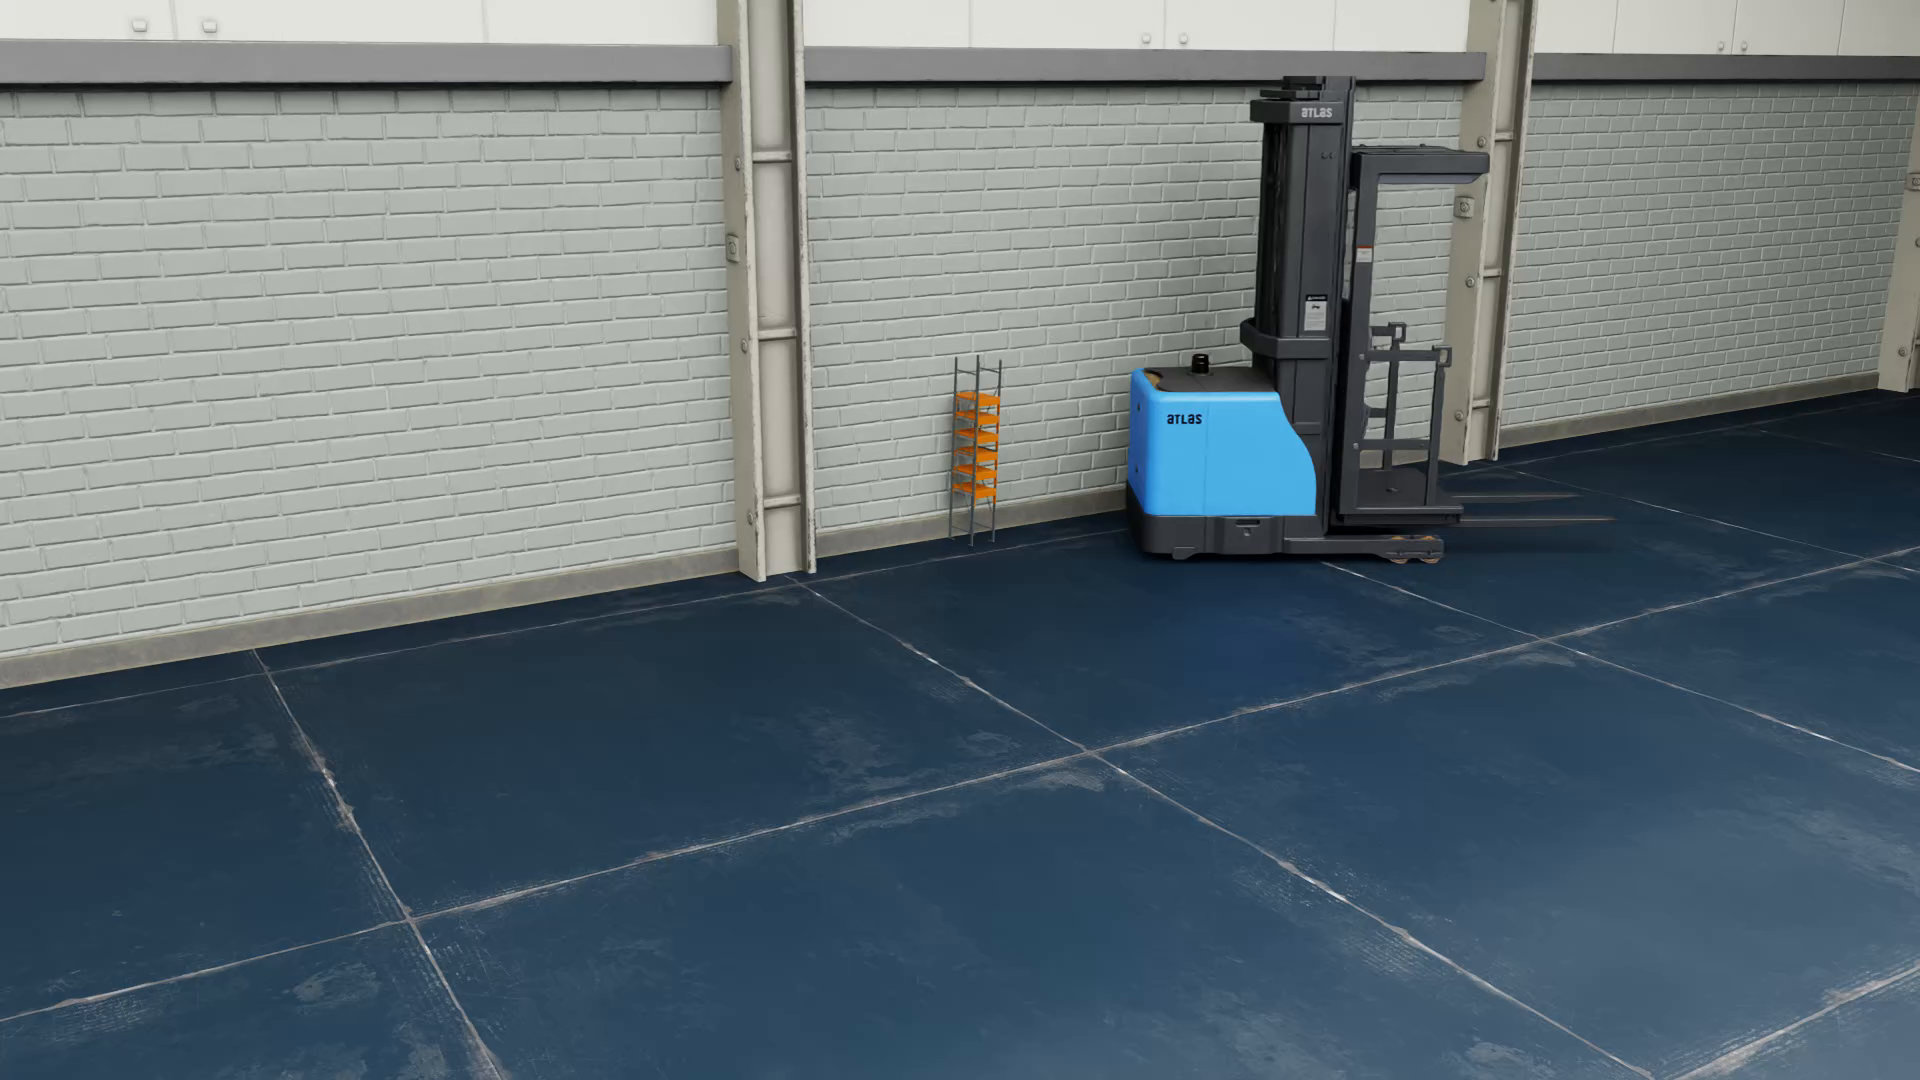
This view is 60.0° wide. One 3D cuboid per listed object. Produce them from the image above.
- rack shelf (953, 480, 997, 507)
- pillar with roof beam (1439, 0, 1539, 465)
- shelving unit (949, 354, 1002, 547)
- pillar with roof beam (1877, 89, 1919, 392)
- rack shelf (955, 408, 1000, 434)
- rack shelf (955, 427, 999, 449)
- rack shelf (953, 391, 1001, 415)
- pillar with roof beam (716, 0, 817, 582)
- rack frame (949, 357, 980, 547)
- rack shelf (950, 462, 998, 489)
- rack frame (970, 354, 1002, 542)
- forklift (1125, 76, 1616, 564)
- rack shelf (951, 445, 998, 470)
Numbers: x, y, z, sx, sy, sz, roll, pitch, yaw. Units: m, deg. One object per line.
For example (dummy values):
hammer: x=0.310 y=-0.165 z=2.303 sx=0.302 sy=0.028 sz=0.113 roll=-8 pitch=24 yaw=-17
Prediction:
rack shelf: x=0.085 y=-0.302 z=10.798 sx=0.180 sy=0.103 sz=0.258 roll=-11 pitch=20 yaw=-39
pillar with roof beam: x=6.234 y=-3.982 z=8.442 sx=0.400 sy=9.000 sz=9.100 roll=-9 pitch=18 yaw=-30
shelving unit: x=0.096 y=-0.576 z=10.722 sx=0.189 sy=1.200 sz=0.258 roll=-11 pitch=20 yaw=-39
pillar with roof beam: x=11.377 y=-4.816 z=11.418 sx=0.400 sy=9.000 sz=9.100 roll=-9 pitch=18 yaw=-30
rack shelf: x=0.103 y=-0.765 z=10.670 sx=0.180 sy=0.103 sz=0.258 roll=-11 pitch=20 yaw=-39
rack shelf: x=0.098 y=-0.649 z=10.702 sx=0.180 sy=0.103 sz=0.258 roll=-11 pitch=20 yaw=-39
rack shelf: x=0.107 y=-0.880 z=10.638 sx=0.180 sy=0.103 sz=0.258 roll=-11 pitch=20 yaw=-39
pillar with roof beam: x=1.091 y=-3.148 z=5.467 sx=0.400 sy=9.000 sz=9.100 roll=-9 pitch=18 yaw=-30
rack frame: x=0.026 y=-0.563 z=10.665 sx=0.006 sy=1.200 sz=0.240 roll=-11 pitch=20 yaw=-39
rack shelf: x=0.090 y=-0.418 z=10.766 sx=0.180 sy=0.103 sz=0.258 roll=-11 pitch=20 yaw=-39
rack frame: x=0.166 y=-0.590 z=10.780 sx=0.006 sy=1.200 sz=0.240 roll=-11 pitch=20 yaw=-39
forklift: x=2.641 y=-1.408 z=10.502 sx=3.031 sy=2.935 sz=1.130 roll=0 pitch=16 yaw=-1
rack shelf: x=0.094 y=-0.533 z=10.734 sx=0.180 sy=0.103 sz=0.258 roll=-11 pitch=20 yaw=-39
